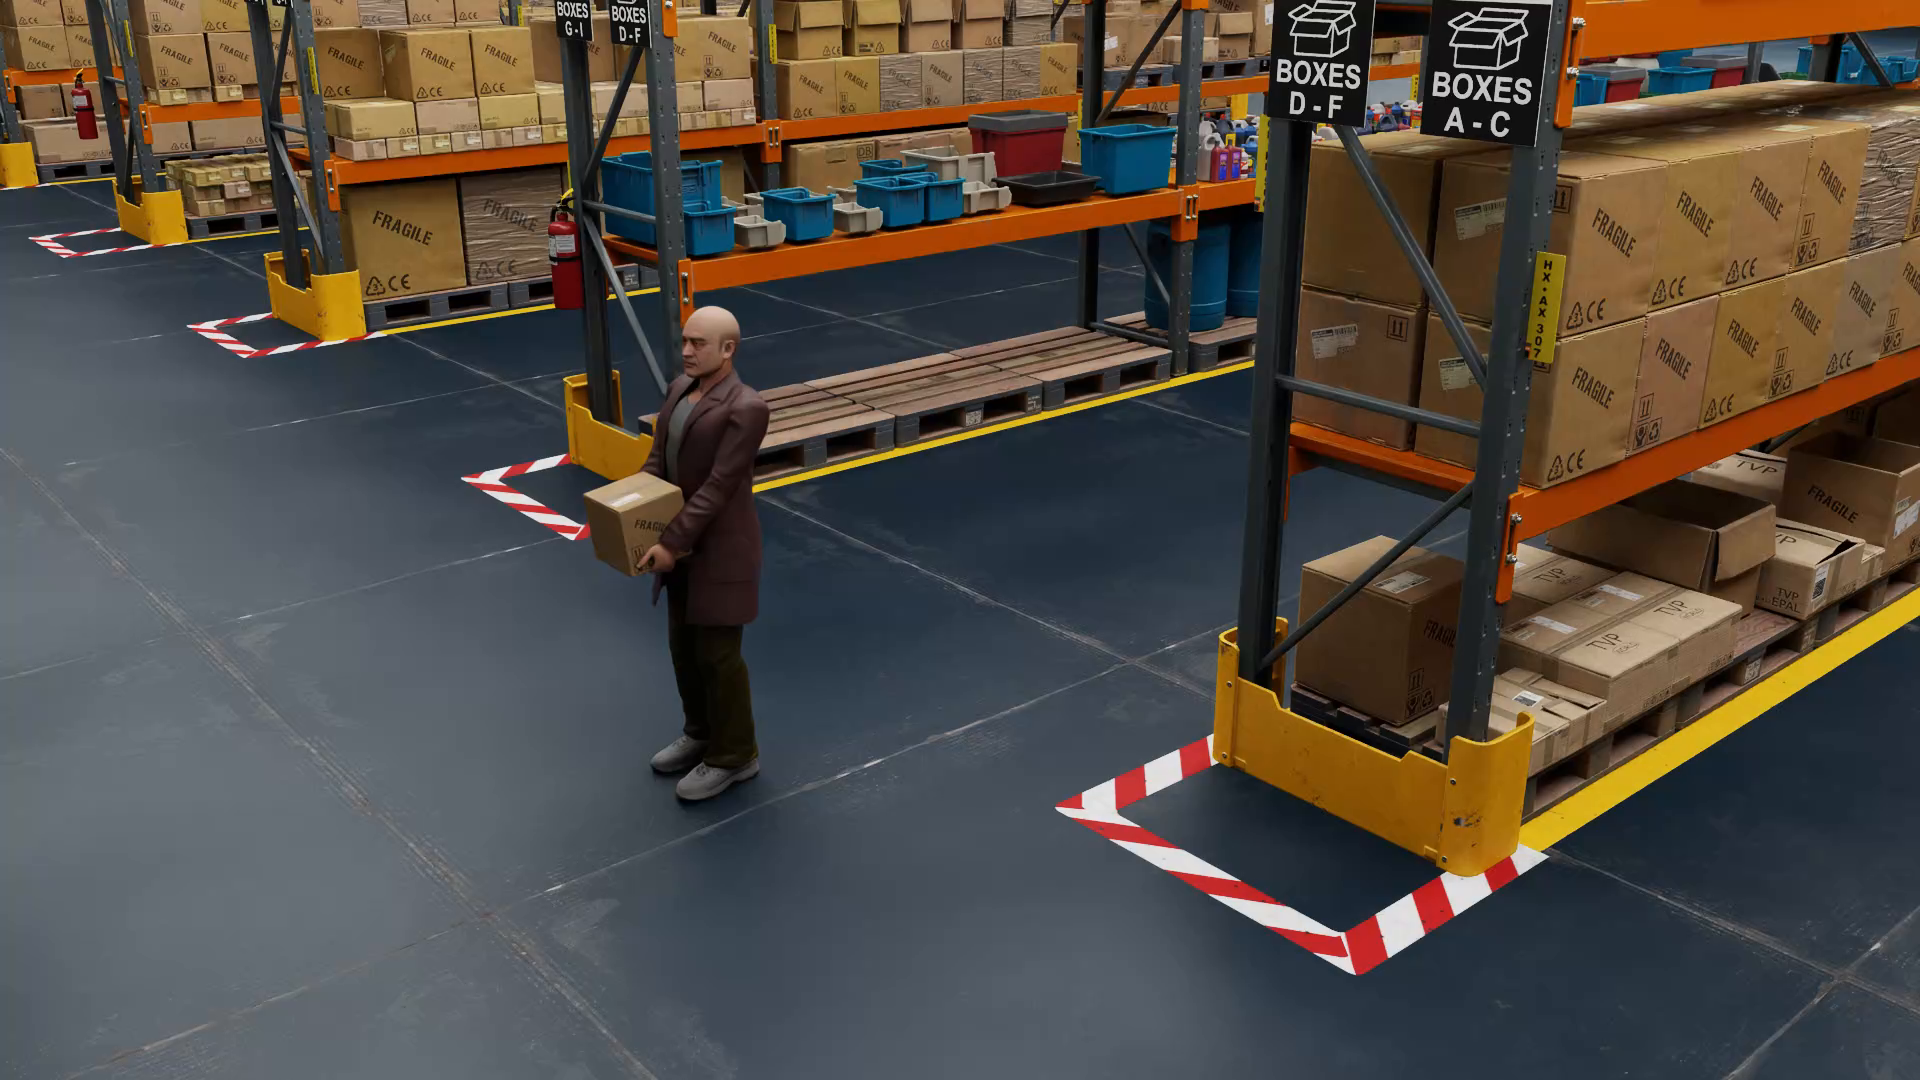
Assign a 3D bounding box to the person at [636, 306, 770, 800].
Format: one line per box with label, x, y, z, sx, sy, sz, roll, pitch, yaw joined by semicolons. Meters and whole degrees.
person;-0.978;0.062;5.941;0.543;1.778;0.526;-17;26;-38
